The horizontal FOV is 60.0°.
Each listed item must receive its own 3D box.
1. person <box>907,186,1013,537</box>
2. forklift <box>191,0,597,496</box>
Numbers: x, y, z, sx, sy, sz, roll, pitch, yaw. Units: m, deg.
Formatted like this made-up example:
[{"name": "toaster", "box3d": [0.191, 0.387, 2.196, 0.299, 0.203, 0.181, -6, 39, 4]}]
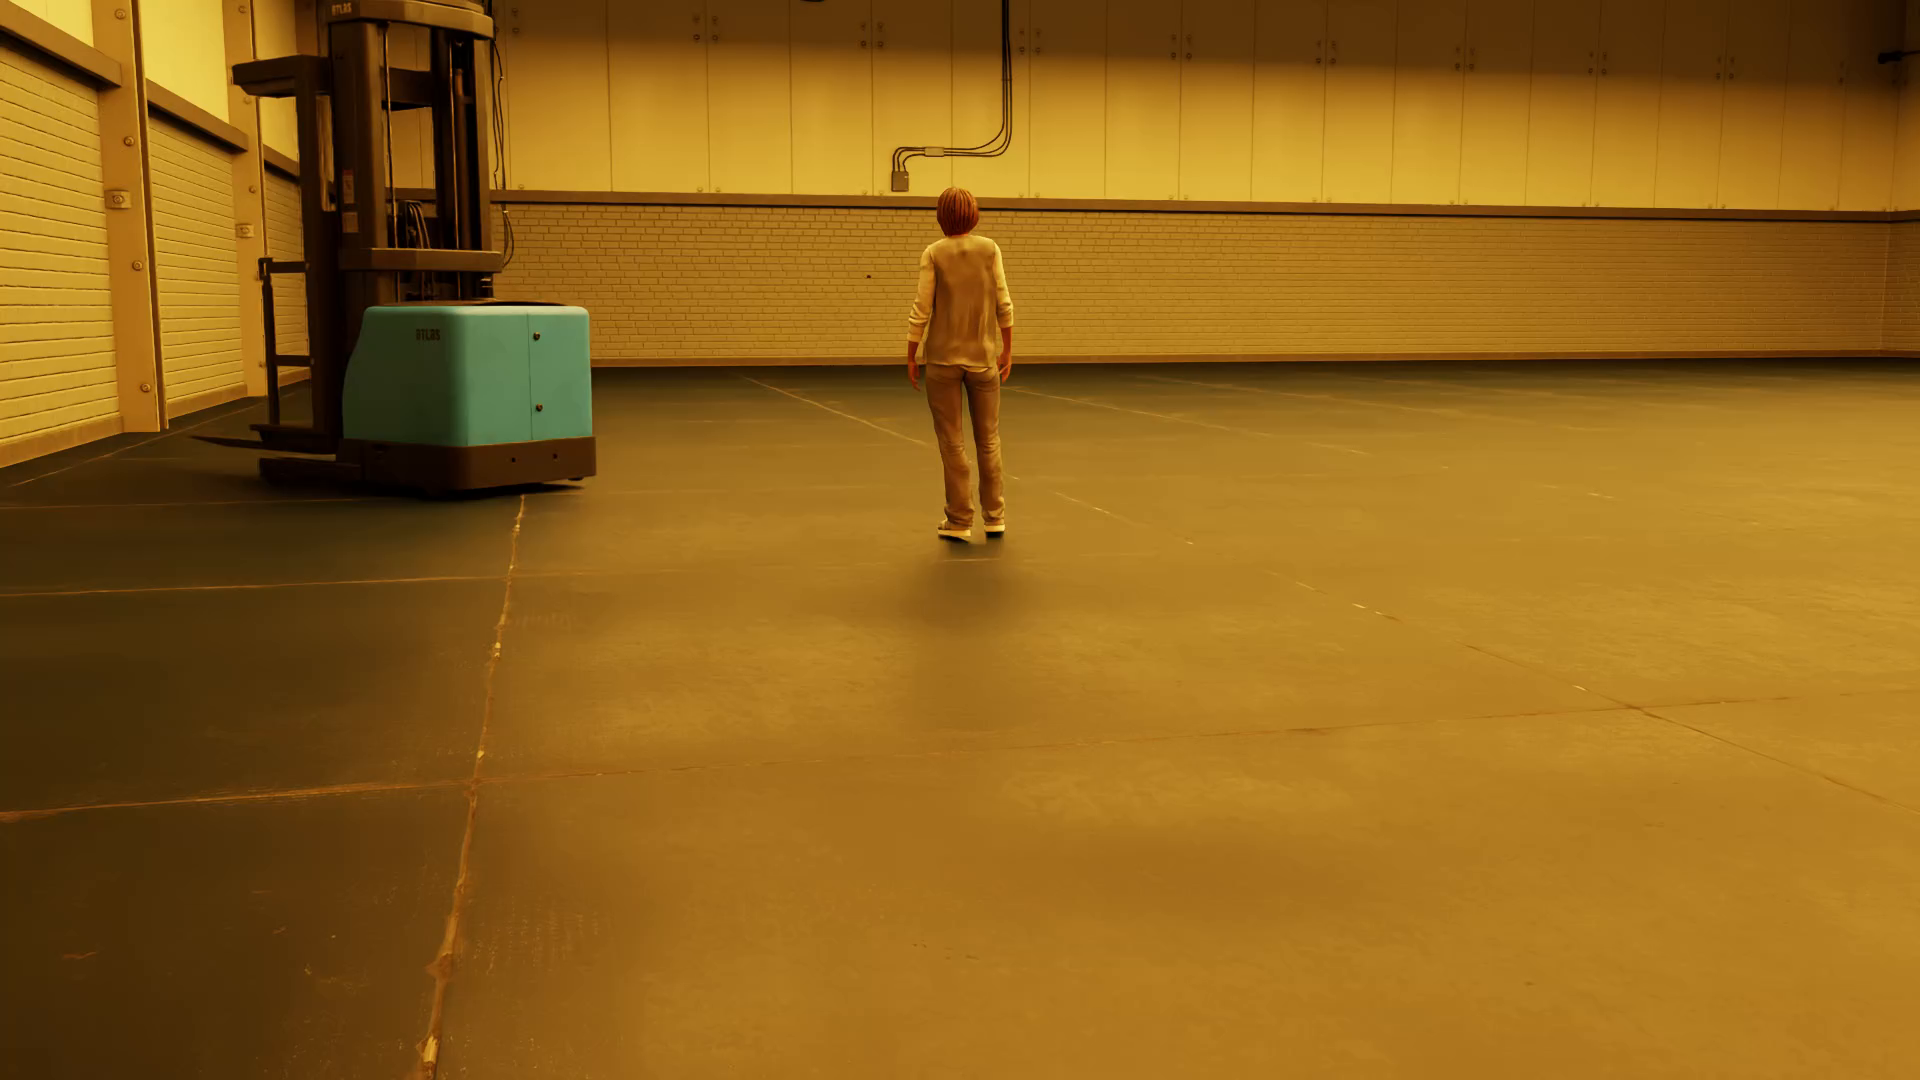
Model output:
[{"name": "person", "box3d": [-0.004, -0.809, 7.671, 0.520, 1.599, 0.473, -2, 8, -13]}, {"name": "forklift", "box3d": [-3.665, -1.831, 10.213, 3.031, 2.935, 1.130, 6, 10, 35]}]
